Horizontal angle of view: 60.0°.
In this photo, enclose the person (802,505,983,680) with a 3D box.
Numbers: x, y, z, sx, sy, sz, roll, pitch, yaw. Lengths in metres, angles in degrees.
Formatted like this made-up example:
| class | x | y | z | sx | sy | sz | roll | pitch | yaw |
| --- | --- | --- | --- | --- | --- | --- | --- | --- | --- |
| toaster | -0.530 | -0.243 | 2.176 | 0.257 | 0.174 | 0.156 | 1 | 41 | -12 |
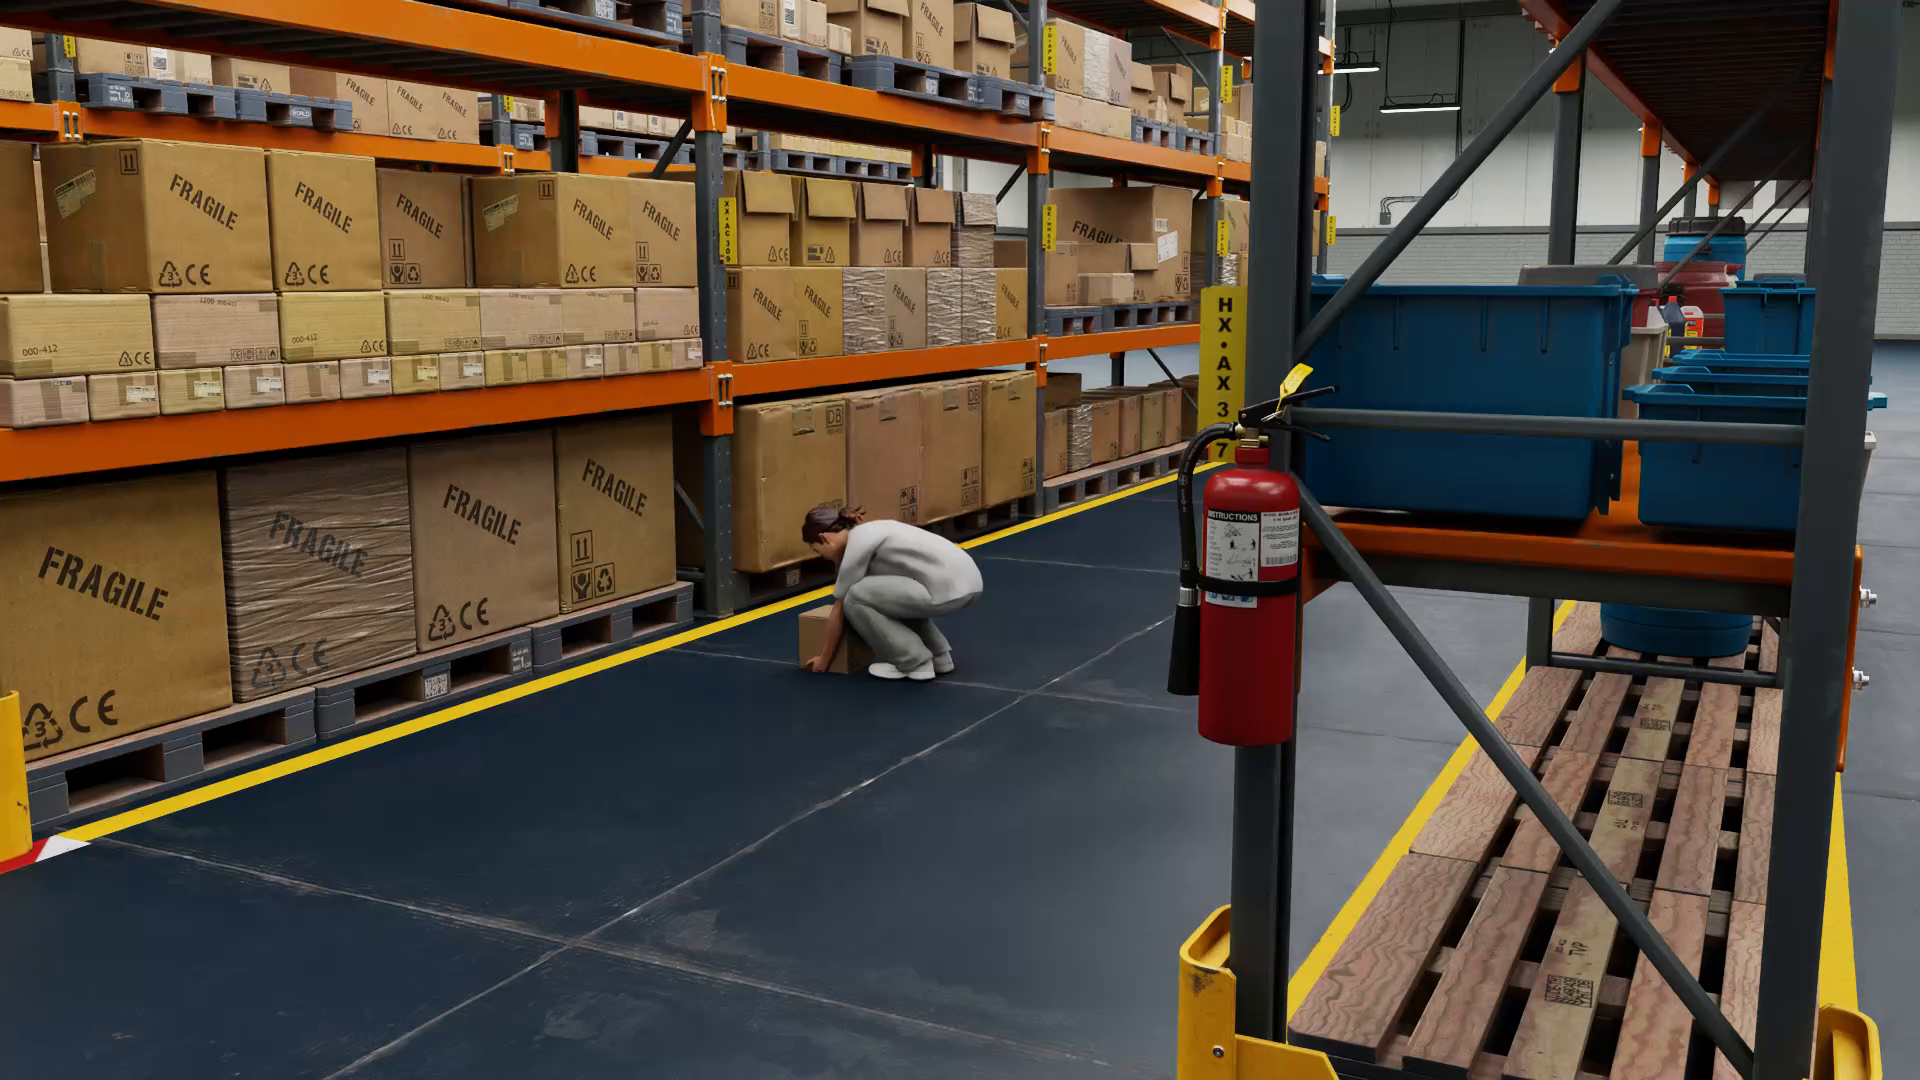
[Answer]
| class | x | y | z | sx | sy | sz | roll | pitch | yaw |
| --- | --- | --- | --- | --- | --- | --- | --- | --- | --- |
| person | -0.309 | 0.256 | 7.409 | 0.828 | 0.828 | 0.460 | 4 | 10 | 25 |
